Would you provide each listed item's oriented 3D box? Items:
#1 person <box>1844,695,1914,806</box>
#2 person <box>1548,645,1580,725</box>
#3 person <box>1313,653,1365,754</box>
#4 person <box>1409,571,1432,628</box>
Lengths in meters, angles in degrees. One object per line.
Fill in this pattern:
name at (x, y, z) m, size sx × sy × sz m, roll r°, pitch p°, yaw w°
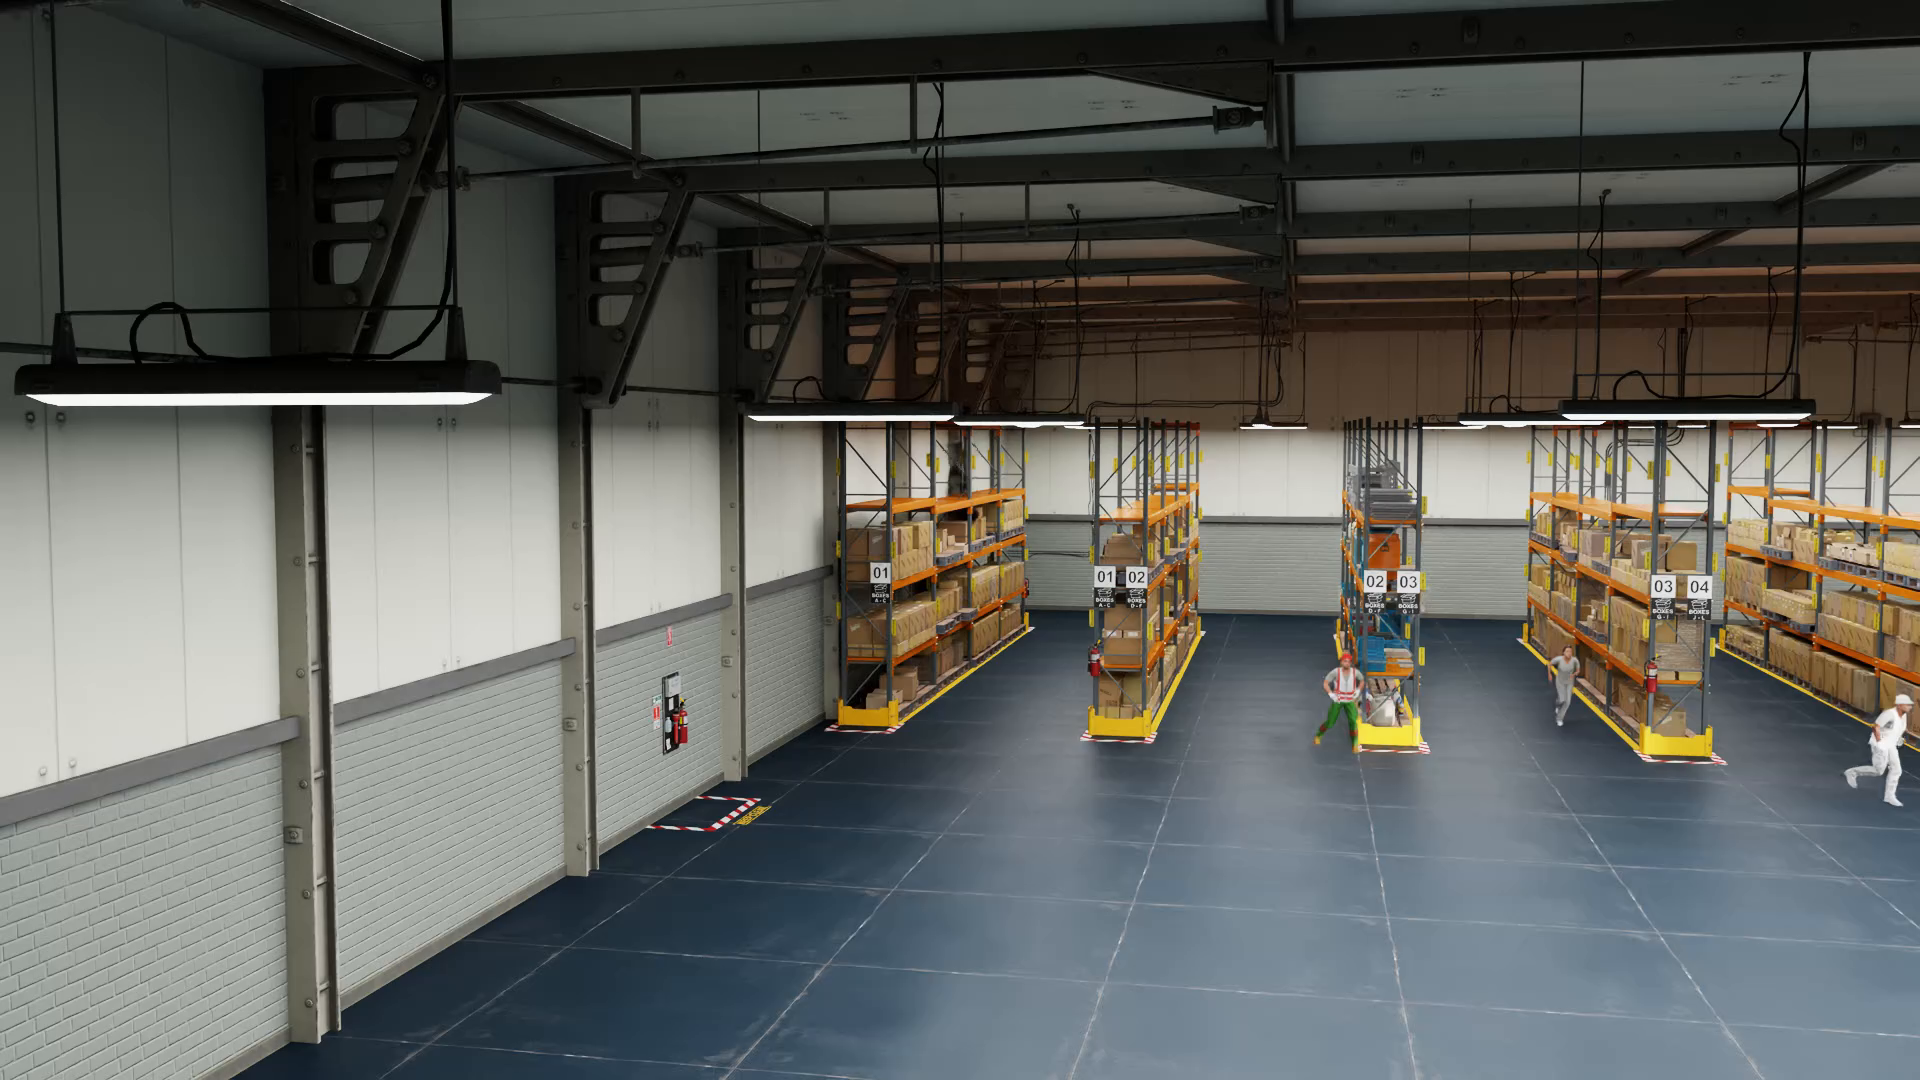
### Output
person at (14.251, 3.215, 25.786) m, size 0.667 × 1.727 × 0.968 m, roll -3°, pitch 5°, yaw -42°
person at (11.797, 2.831, 32.461) m, size 0.553 × 1.596 × 0.681 m, roll 0°, pitch 4°, yaw 3°
person at (6.858, 2.916, 29.943) m, size 0.895 × 1.776 × 0.760 m, roll 0°, pitch 4°, yaw -2°
person at (13.157, 1.728, 48.054) m, size 0.880 × 1.700 × 0.643 m, roll 2°, pitch 4°, yaw 31°
